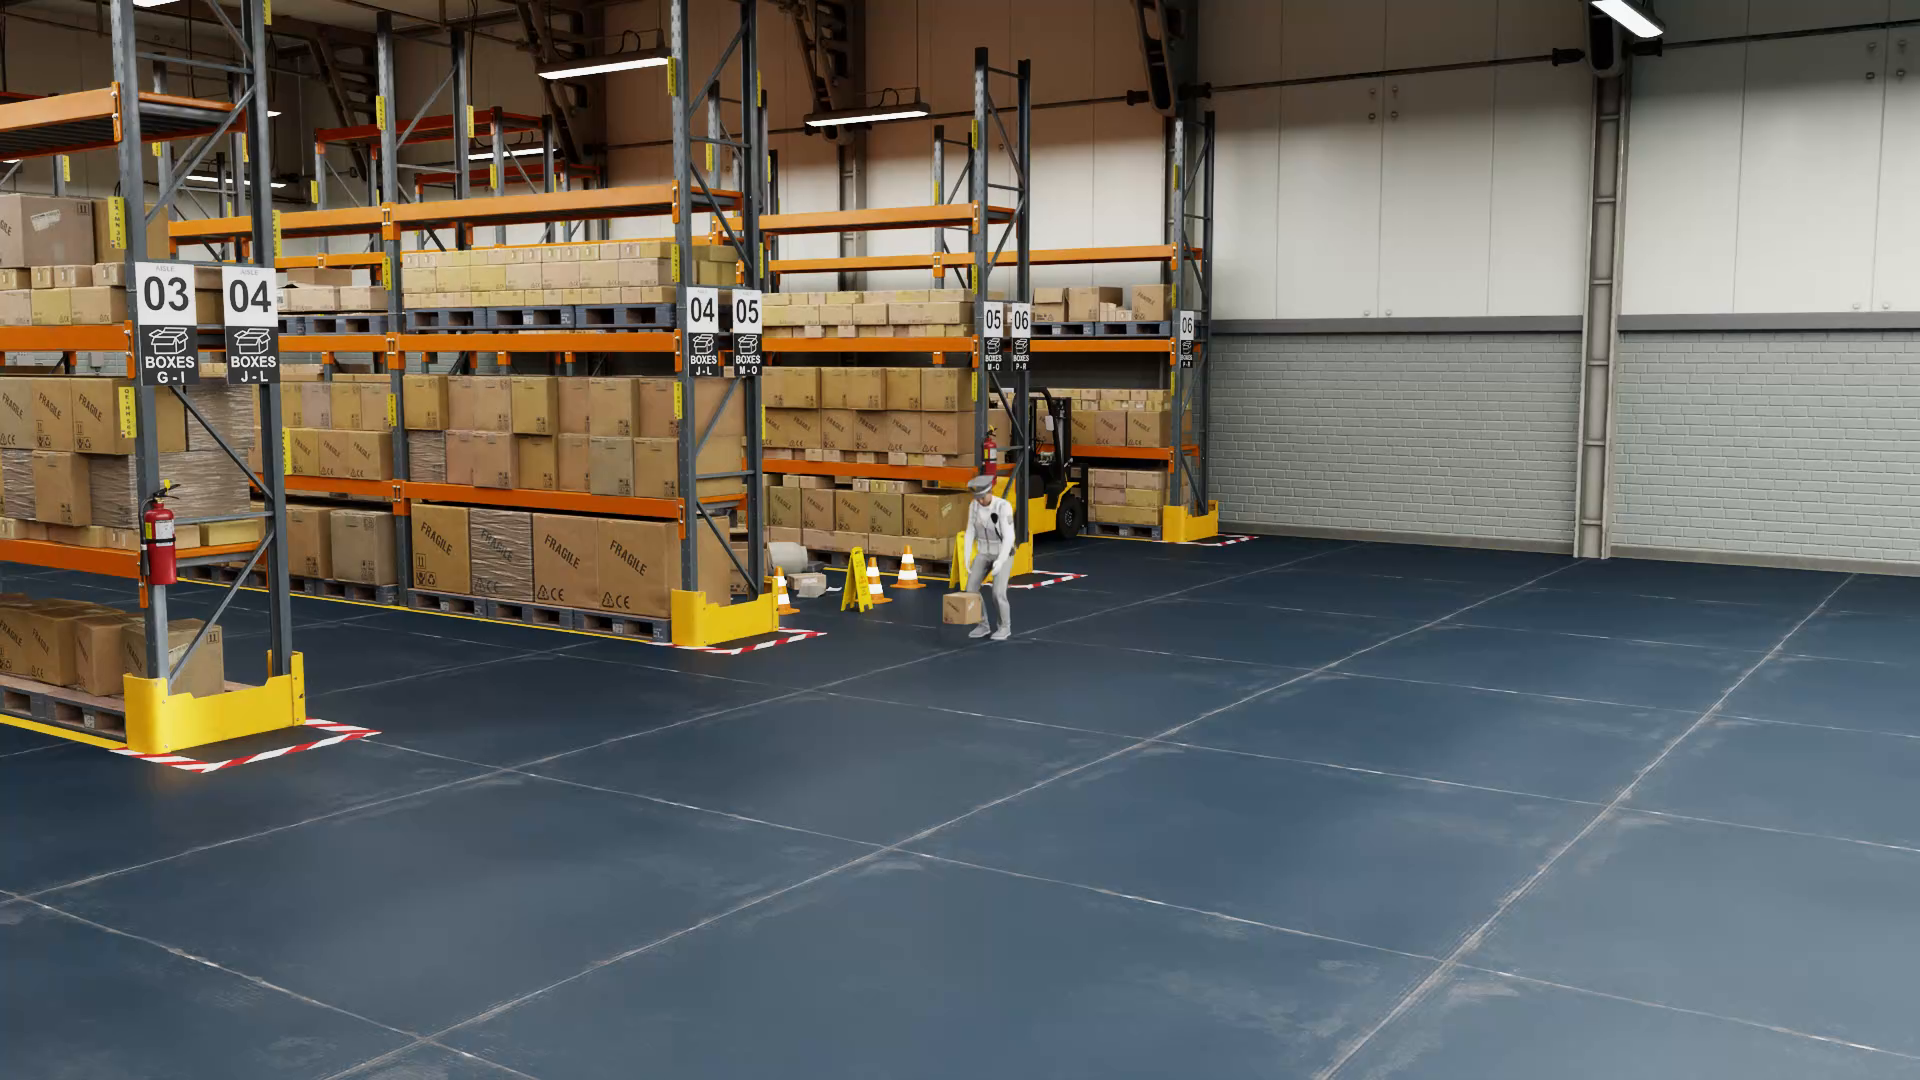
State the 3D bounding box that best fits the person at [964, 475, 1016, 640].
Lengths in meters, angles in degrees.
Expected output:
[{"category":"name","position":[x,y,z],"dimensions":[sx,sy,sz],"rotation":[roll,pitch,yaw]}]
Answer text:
[{"category":"person","position":[0.283,0.156,15.311],"dimensions":[0.526,1.522,0.591],"rotation":[4,8,34]}]
